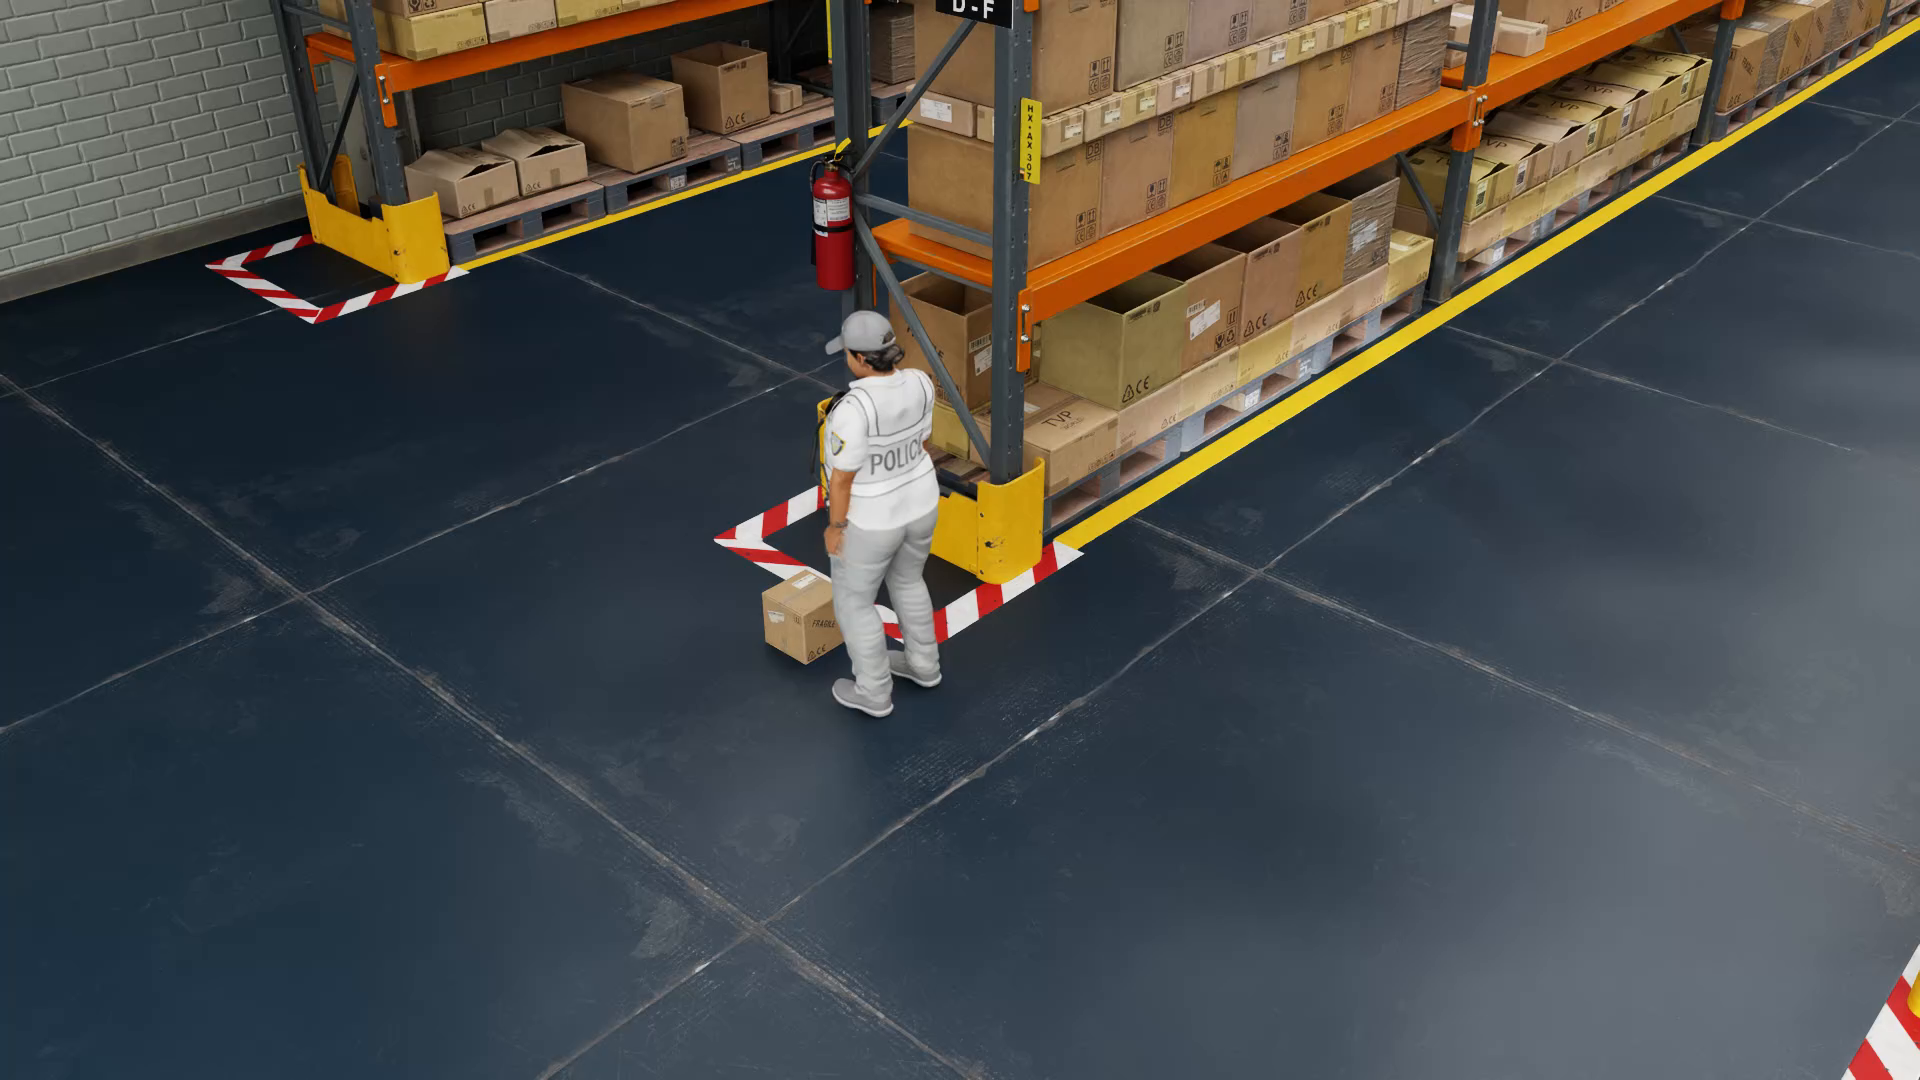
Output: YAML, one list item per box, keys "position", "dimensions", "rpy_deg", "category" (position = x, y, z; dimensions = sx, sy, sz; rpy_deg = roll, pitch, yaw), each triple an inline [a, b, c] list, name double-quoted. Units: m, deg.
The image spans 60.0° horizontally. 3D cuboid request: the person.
- position: [-0.313, -0.092, 6.297]
  dimensions: [0.389, 1.657, 0.473]
  rpy_deg: [26, 40, 36]
  category: "person"
